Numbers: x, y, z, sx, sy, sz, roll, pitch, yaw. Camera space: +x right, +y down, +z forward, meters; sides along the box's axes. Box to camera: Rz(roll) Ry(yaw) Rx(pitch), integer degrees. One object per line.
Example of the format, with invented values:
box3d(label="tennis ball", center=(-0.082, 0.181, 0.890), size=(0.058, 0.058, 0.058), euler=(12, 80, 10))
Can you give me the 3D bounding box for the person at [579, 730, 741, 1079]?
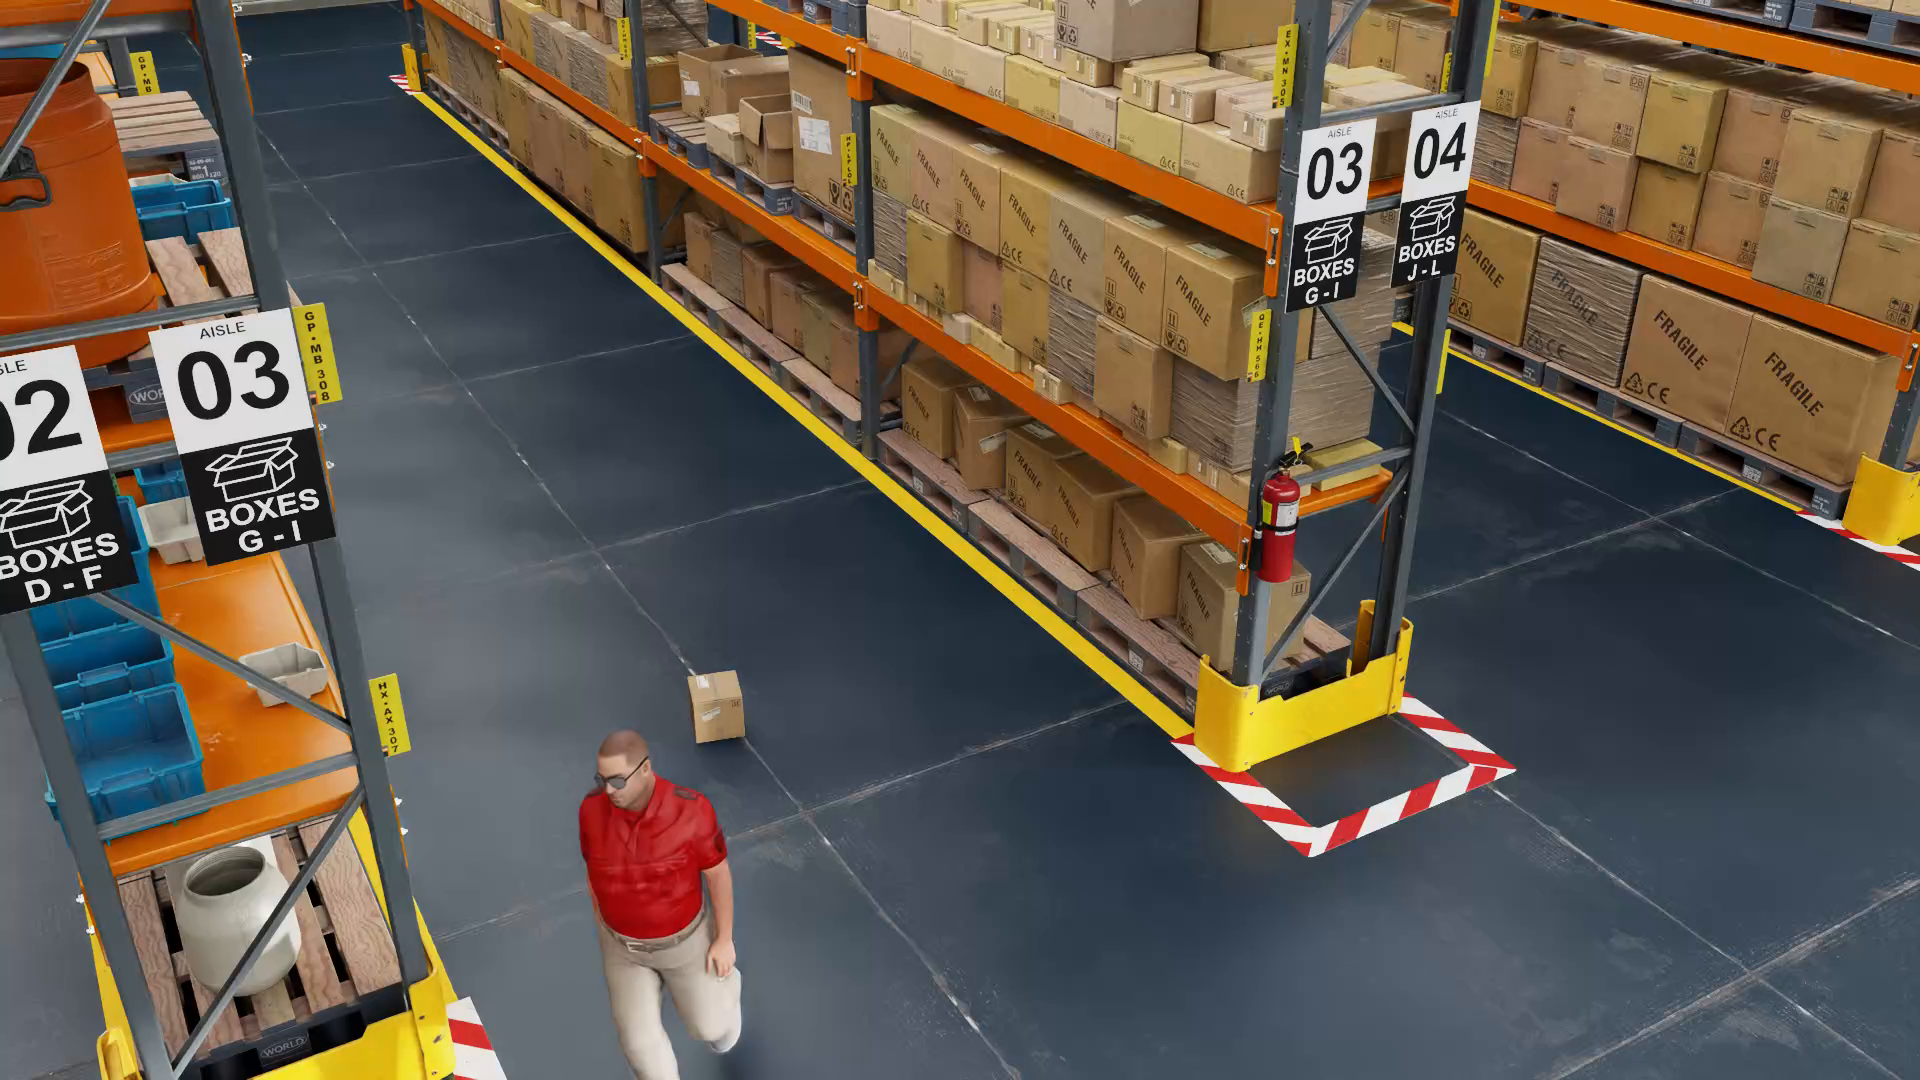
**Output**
box3d(label="person", center=(-1.077, 1.407, 6.018), size=(0.551, 1.693, 0.778), euler=(3, 29, 6))
